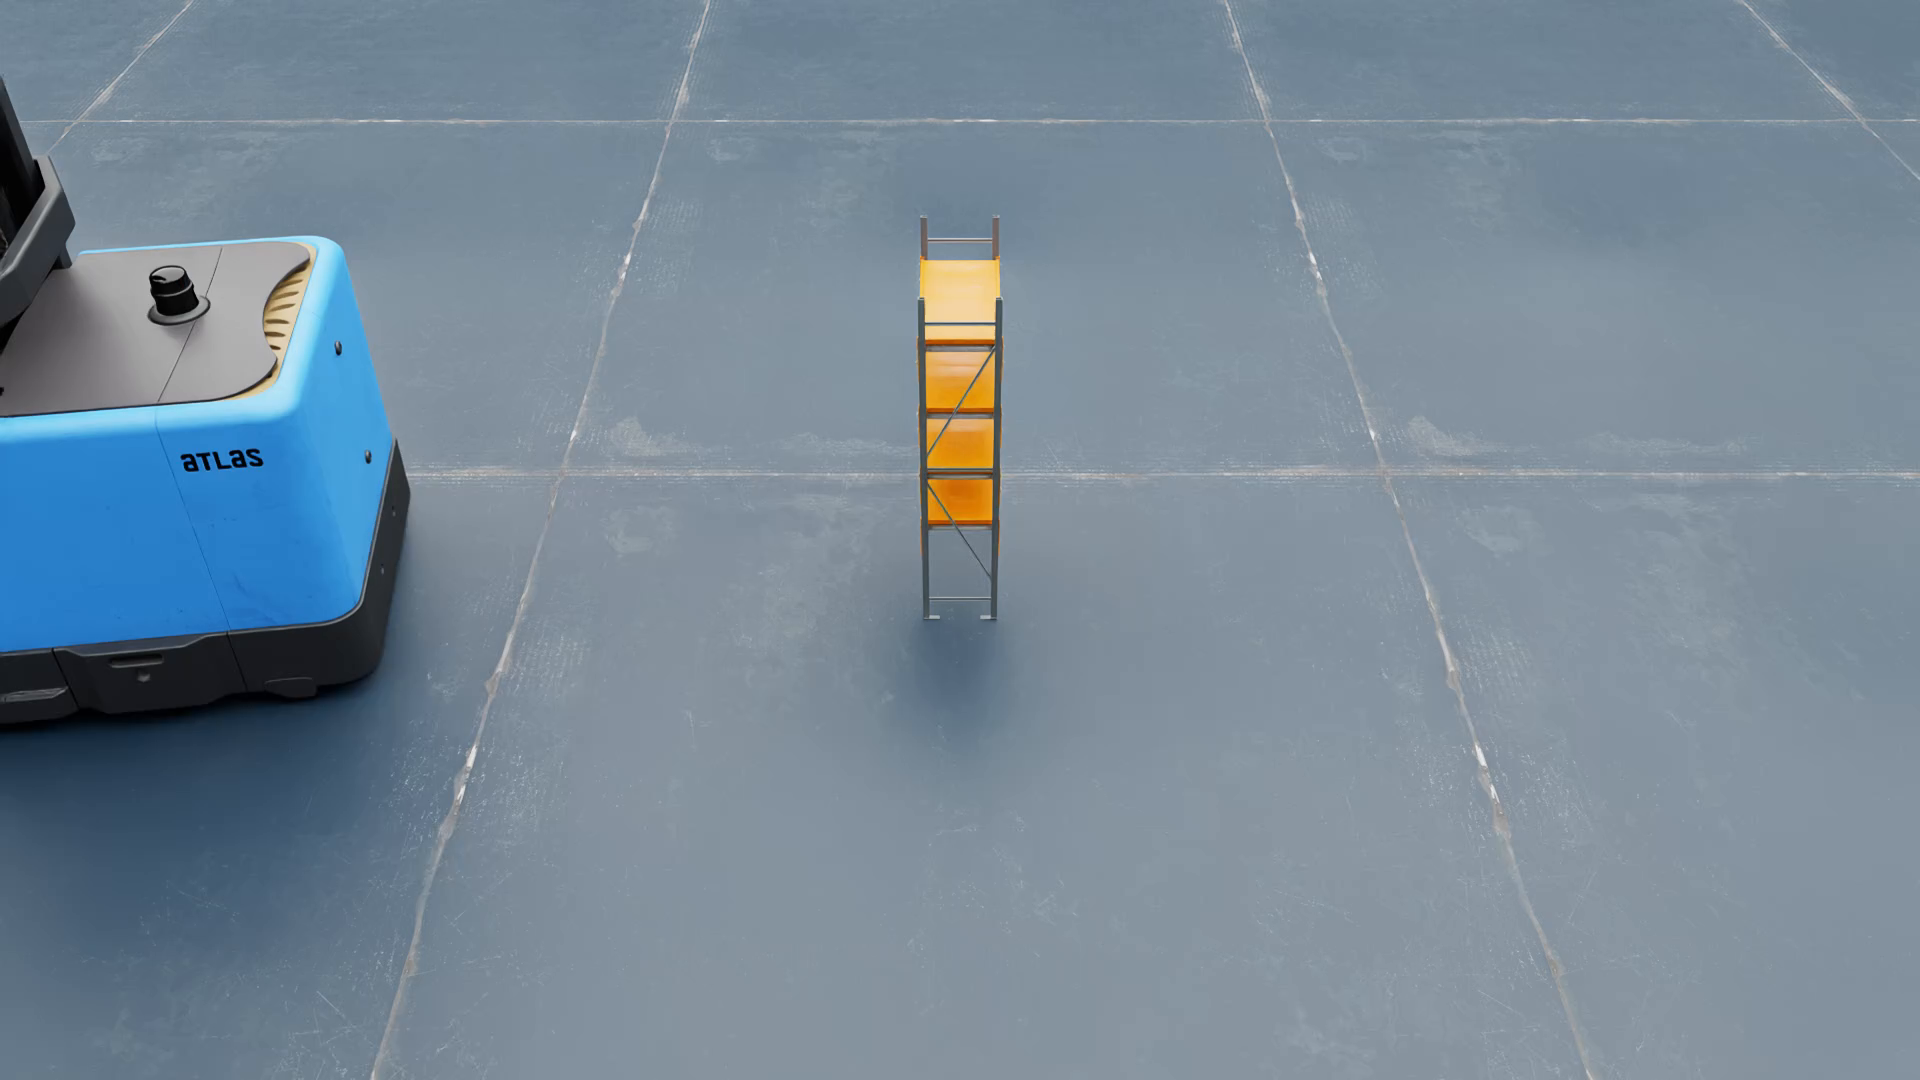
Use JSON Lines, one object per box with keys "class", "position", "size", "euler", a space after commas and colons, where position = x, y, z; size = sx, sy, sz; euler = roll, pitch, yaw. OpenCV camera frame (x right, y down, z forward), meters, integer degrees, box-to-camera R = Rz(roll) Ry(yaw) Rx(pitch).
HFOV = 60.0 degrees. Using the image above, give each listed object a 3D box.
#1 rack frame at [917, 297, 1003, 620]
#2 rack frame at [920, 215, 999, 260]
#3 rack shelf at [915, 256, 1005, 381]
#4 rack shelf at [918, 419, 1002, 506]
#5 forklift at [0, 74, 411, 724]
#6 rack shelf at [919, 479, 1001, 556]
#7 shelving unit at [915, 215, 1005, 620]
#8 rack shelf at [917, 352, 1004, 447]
{"class": "rack frame", "position": [0.000, -0.212, 5.055], "size": [0.240, 1.200, 0.015], "euler": [0, 39, 0]}
{"class": "rack frame", "position": [0.000, -0.517, 5.436], "size": [0.240, 1.200, 0.015], "euler": [0, 39, 0]}
{"class": "rack shelf", "position": [0.000, -0.671, 5.000], "size": [0.258, 0.148, 0.480], "euler": [0, 39, 0]}
{"class": "rack shelf", "position": [0.000, -0.312, 5.288], "size": [0.258, 0.148, 0.480], "euler": [0, 39, 0]}
{"class": "forklift", "position": [-3.363, -0.845, 4.461], "size": [3.031, 2.935, 1.130], "euler": [-5, 39, -7]}
{"class": "rack shelf", "position": [0.000, -0.157, 5.412], "size": [0.258, 0.148, 0.480], "euler": [0, 39, 0]}
{"class": "shelving unit", "position": [0.000, -0.365, 5.246], "size": [0.258, 1.200, 0.503], "euler": [0, 39, 0]}
{"class": "rack shelf", "position": [0.000, -0.487, 5.148], "size": [0.258, 0.148, 0.480], "euler": [0, 39, 0]}
